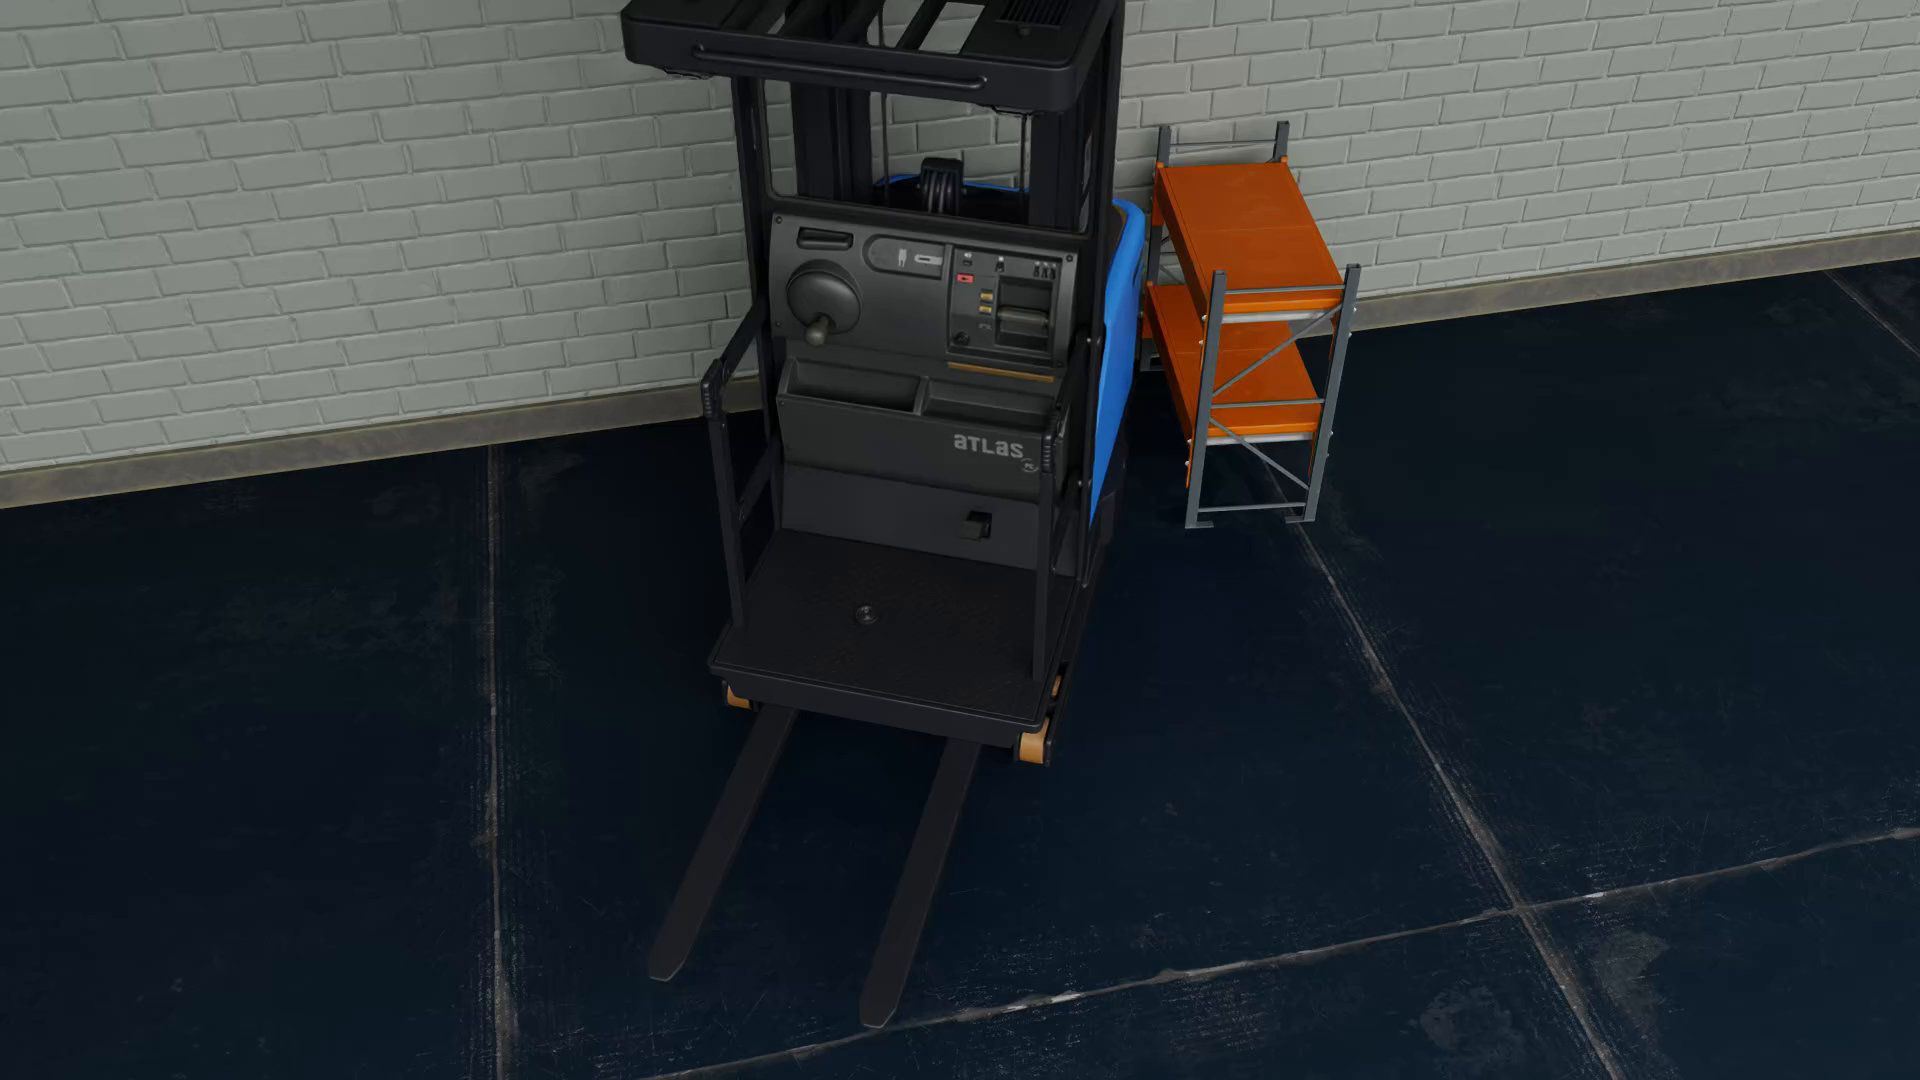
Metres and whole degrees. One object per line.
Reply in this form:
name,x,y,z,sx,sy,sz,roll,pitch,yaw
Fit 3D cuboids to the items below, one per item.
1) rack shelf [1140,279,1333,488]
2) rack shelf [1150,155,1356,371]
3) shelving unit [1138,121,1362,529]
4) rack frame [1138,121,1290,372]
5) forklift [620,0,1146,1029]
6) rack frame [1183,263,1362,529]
rack shelf,1.054,-0.641,6.493,0.538,0.278,1.000,-3,42,-4
rack shelf,1.054,-1.043,6.136,0.538,0.278,1.000,-3,42,-4
shelving unit,1.054,-0.824,6.331,0.538,1.125,1.048,-3,42,-4
rack frame,1.009,-1.160,6.709,0.500,1.125,0.032,-3,42,-4
forklift,-0.167,-0.652,4.776,1.130,2.935,3.031,9,42,10
rack frame,1.099,-0.487,5.952,0.500,1.125,0.032,-3,42,-4
